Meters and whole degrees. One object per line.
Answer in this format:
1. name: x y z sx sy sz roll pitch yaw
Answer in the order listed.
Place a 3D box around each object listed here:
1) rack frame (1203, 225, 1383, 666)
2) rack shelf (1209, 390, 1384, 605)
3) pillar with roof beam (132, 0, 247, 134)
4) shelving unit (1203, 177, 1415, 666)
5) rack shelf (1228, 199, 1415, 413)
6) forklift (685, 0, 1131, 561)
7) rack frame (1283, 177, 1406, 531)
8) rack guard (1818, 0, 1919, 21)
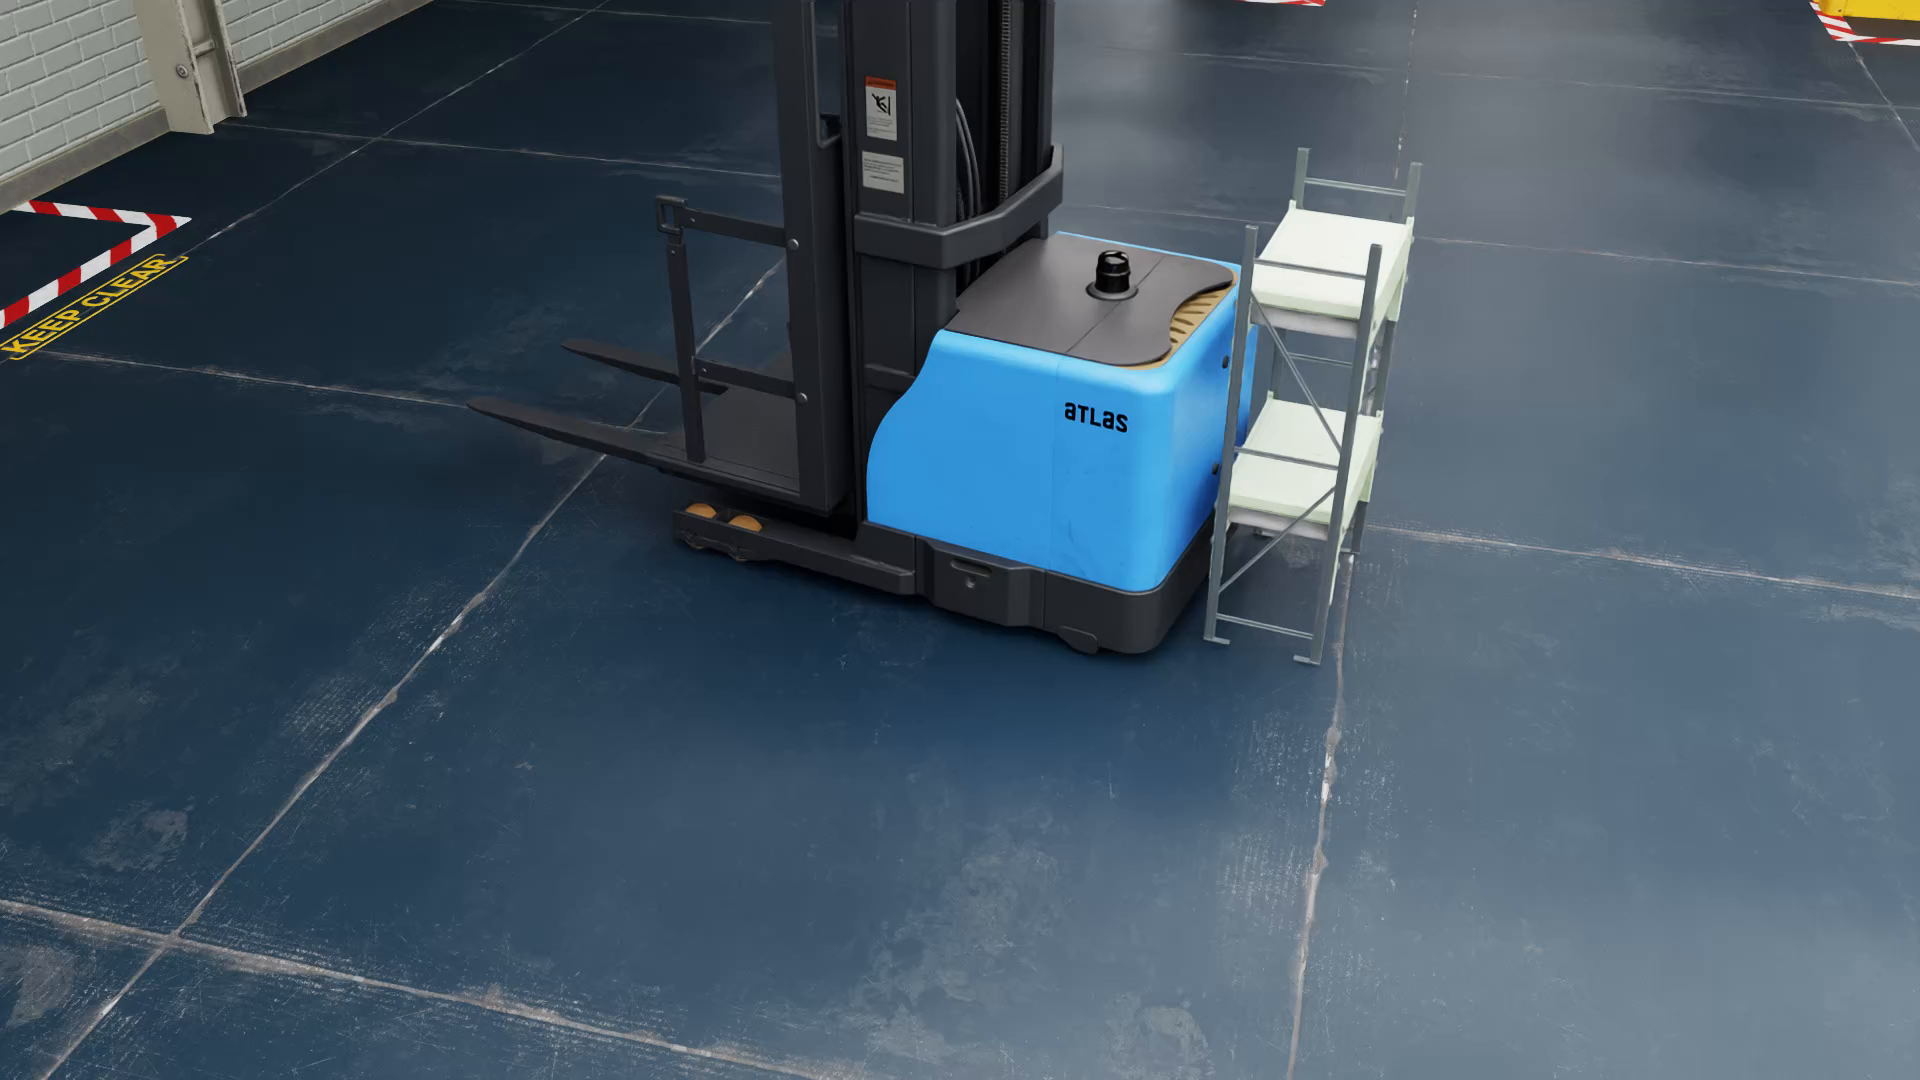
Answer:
1. rack frame: 1.027 -0.254 5.249 0.400 1.500 0.023 12 34 18
2. rack shelf: 1.162 -0.161 5.712 0.431 0.370 0.720 12 34 18
3. pillar with roof beam: -0.514 -5.808 6.998 9.100 9.000 0.400 8 33 12
4. shelving unit: 1.162 -0.435 5.534 0.431 1.500 0.748 12 34 18
5. rack shelf: 1.164 -0.765 5.327 0.431 0.370 0.720 12 34 18
6. forklift: 10.615 -2.556 7.598 18.708 2.867 15.053 15 35 22
7. rack frame: 1.300 -0.618 5.823 0.380 1.308 0.010 12 34 18
8. rack guard: 7.060 -4.137 12.291 1.175 0.500 0.348 8 33 12
